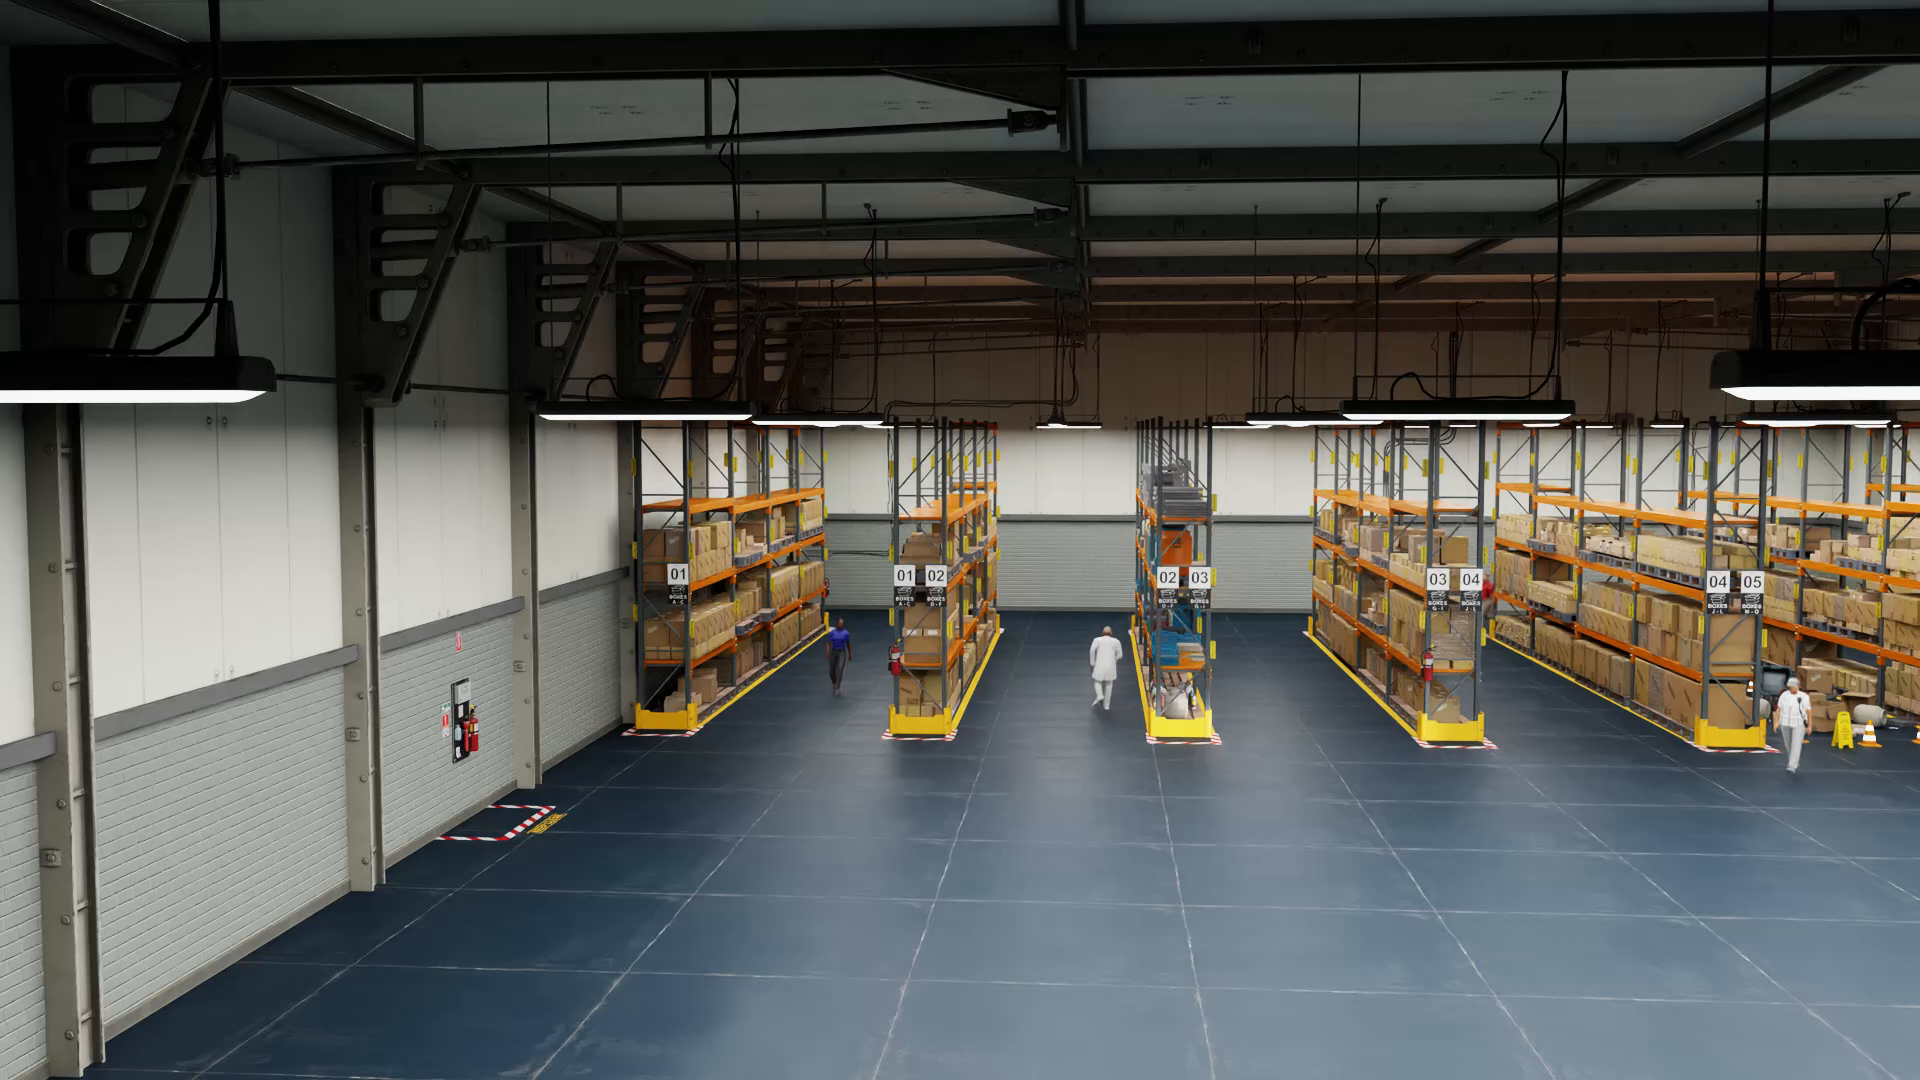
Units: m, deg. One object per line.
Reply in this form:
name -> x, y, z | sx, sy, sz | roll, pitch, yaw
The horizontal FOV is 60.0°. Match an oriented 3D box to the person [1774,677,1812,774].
person -> 13.882, 3.091, 27.779 | 1.064, 1.595, 0.504 | -3, 5, -41

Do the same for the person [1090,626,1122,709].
person -> 3.027, 2.642, 34.473 | 0.672, 1.671, 0.830 | 0, 4, 6

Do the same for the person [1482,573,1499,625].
person -> 14.980, 1.782, 47.292 | 1.050, 1.679, 0.542 | -1, 4, -8

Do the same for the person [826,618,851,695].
person -> -2.679, 2.589, 36.540 | 0.511, 1.546, 0.786 | 0, 4, -4
